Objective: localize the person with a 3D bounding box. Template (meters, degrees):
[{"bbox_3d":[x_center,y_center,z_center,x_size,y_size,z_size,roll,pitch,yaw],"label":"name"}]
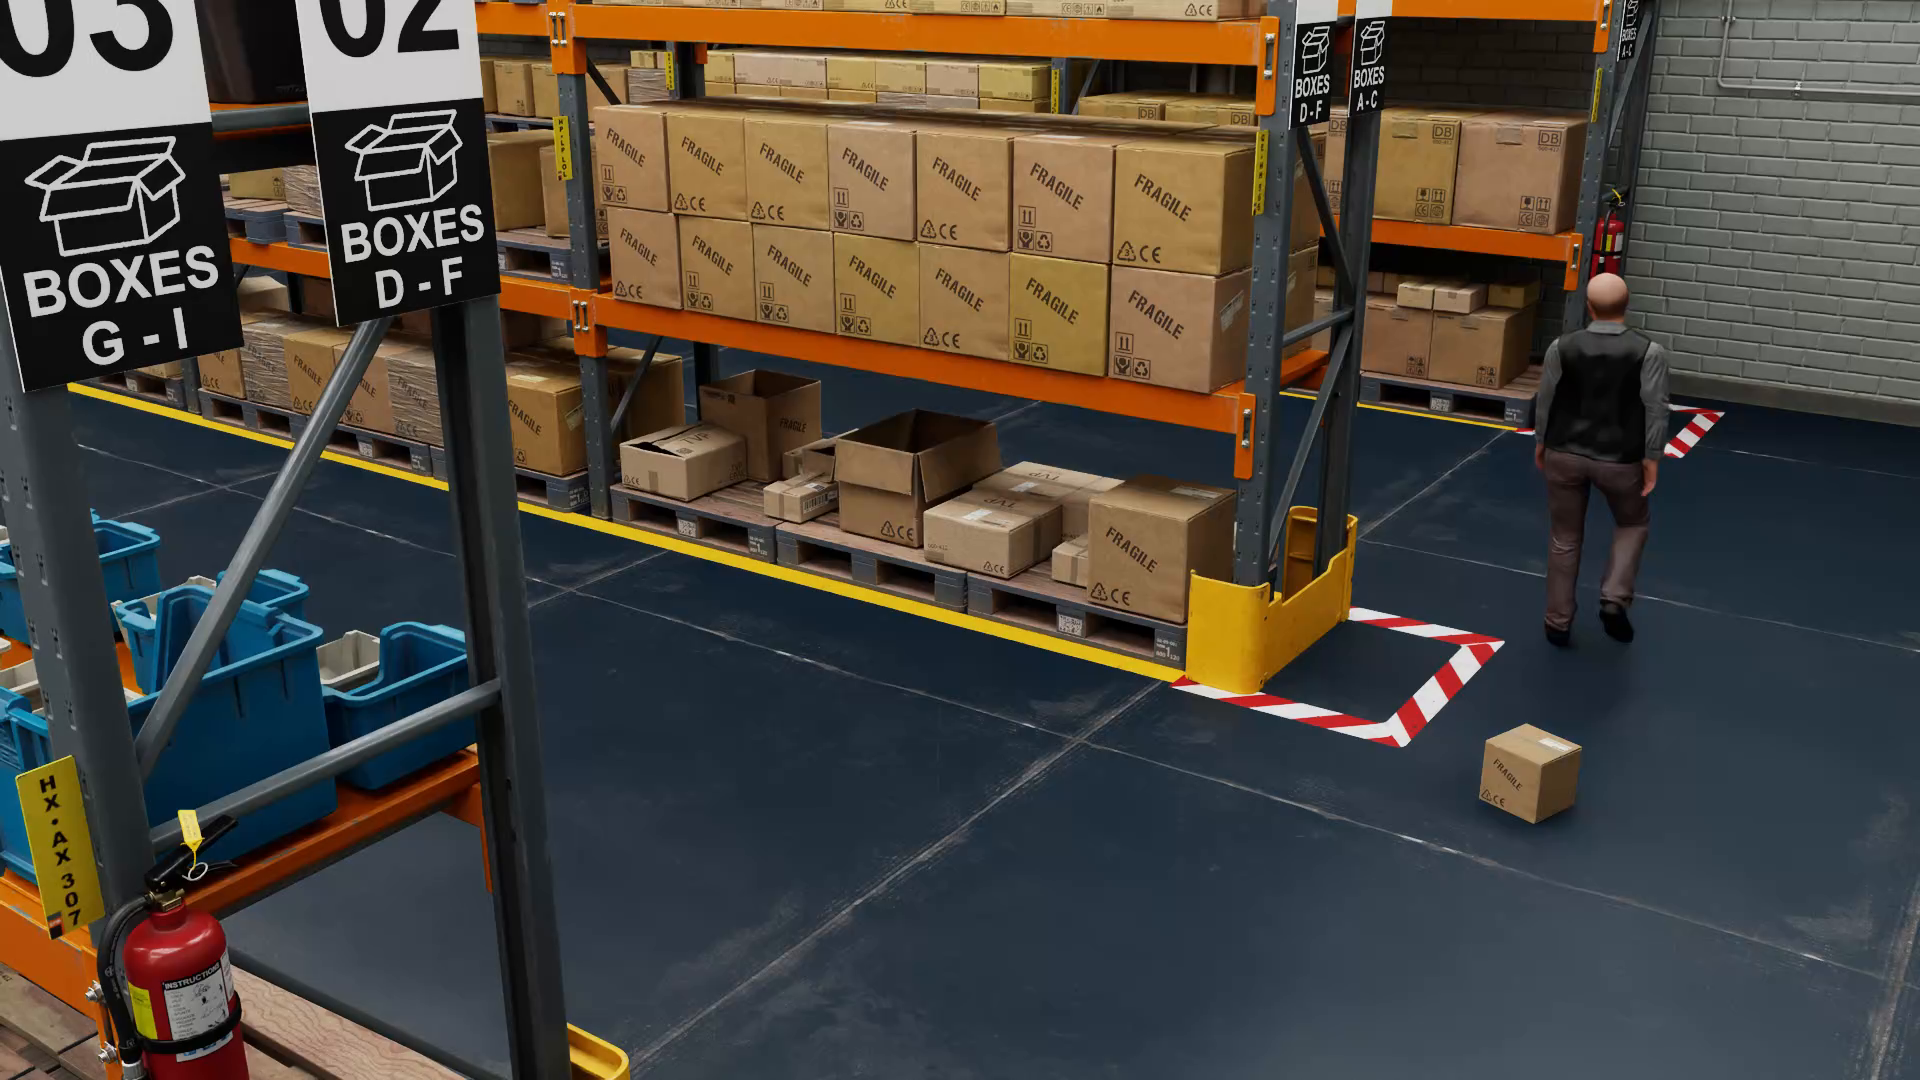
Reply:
[{"bbox_3d":[2.913,-0.371,7.619,0.575,1.721,0.445,9,22,23],"label":"person"}]
